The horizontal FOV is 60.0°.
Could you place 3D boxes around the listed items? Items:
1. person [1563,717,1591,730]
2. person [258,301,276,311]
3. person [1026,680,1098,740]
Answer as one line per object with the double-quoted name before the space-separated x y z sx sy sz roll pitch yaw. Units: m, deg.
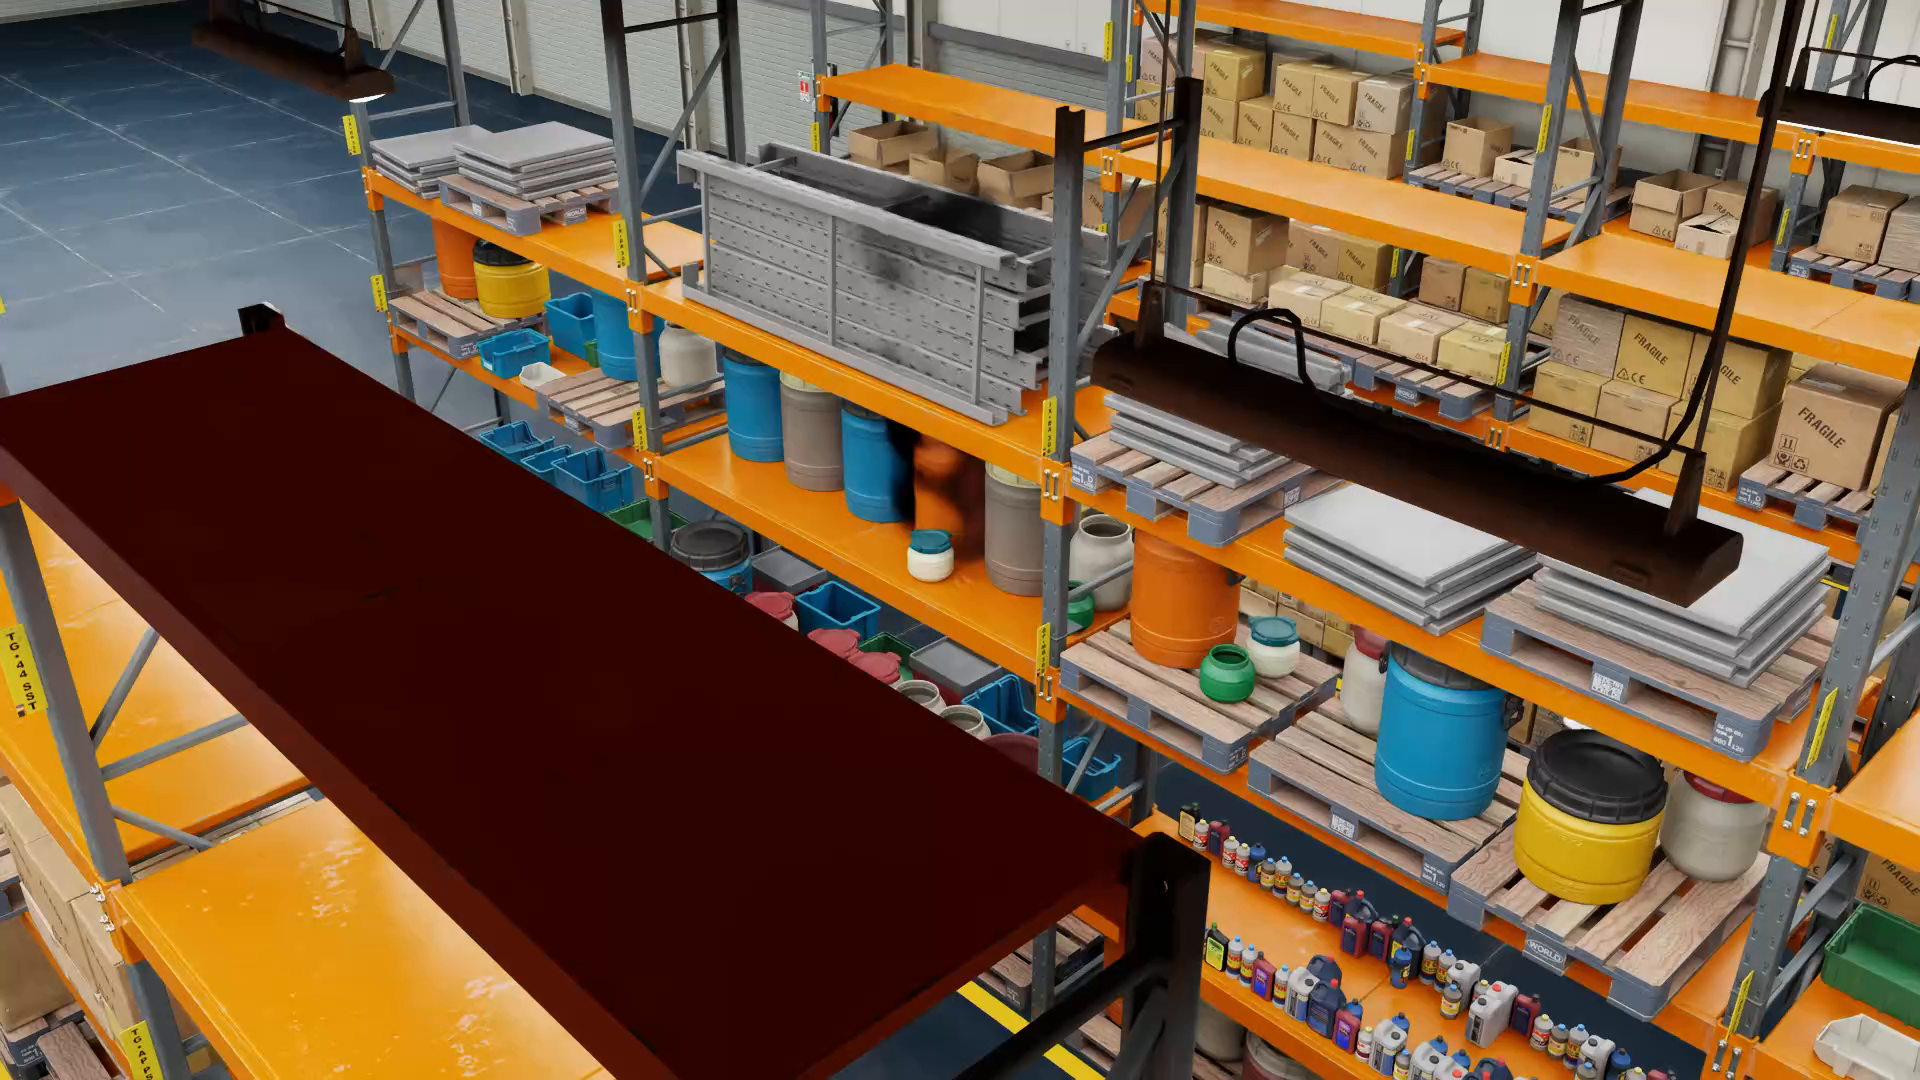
"person" 4.016 1.893 11.052 0.662 1.811 0.640 23 36 36
"person" -7.487 -1.807 18.381 0.724 1.747 0.698 -7 29 -12
"person" 0.783 0.785 12.963 0.662 1.785 0.660 18 33 30
